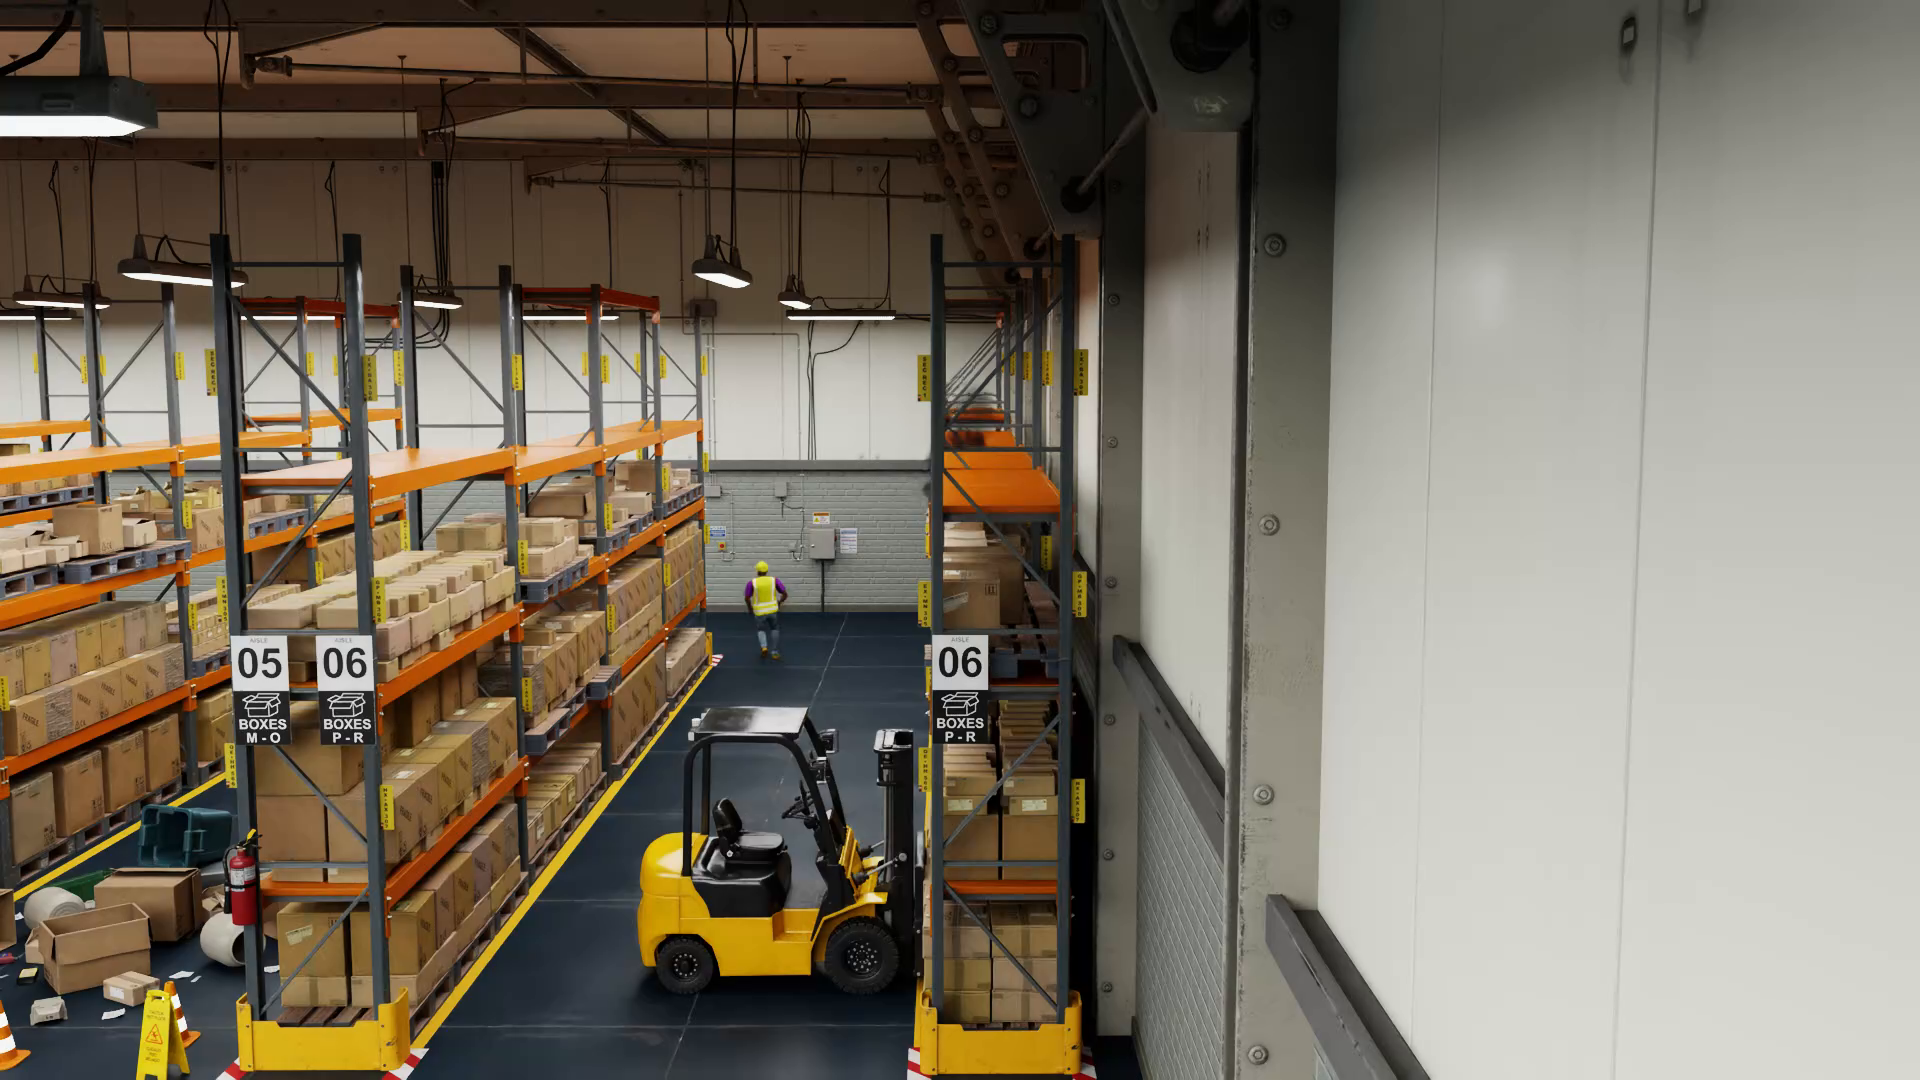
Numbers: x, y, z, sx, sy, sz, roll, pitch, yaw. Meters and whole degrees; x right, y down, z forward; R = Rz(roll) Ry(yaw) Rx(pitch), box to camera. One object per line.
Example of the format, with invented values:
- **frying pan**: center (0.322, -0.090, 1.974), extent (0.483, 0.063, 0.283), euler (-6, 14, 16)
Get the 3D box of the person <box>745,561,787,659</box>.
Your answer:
- **person**: center (-3.314, 1.192, 28.344), extent (0.725, 1.689, 0.566), euler (-1, 6, -10)
